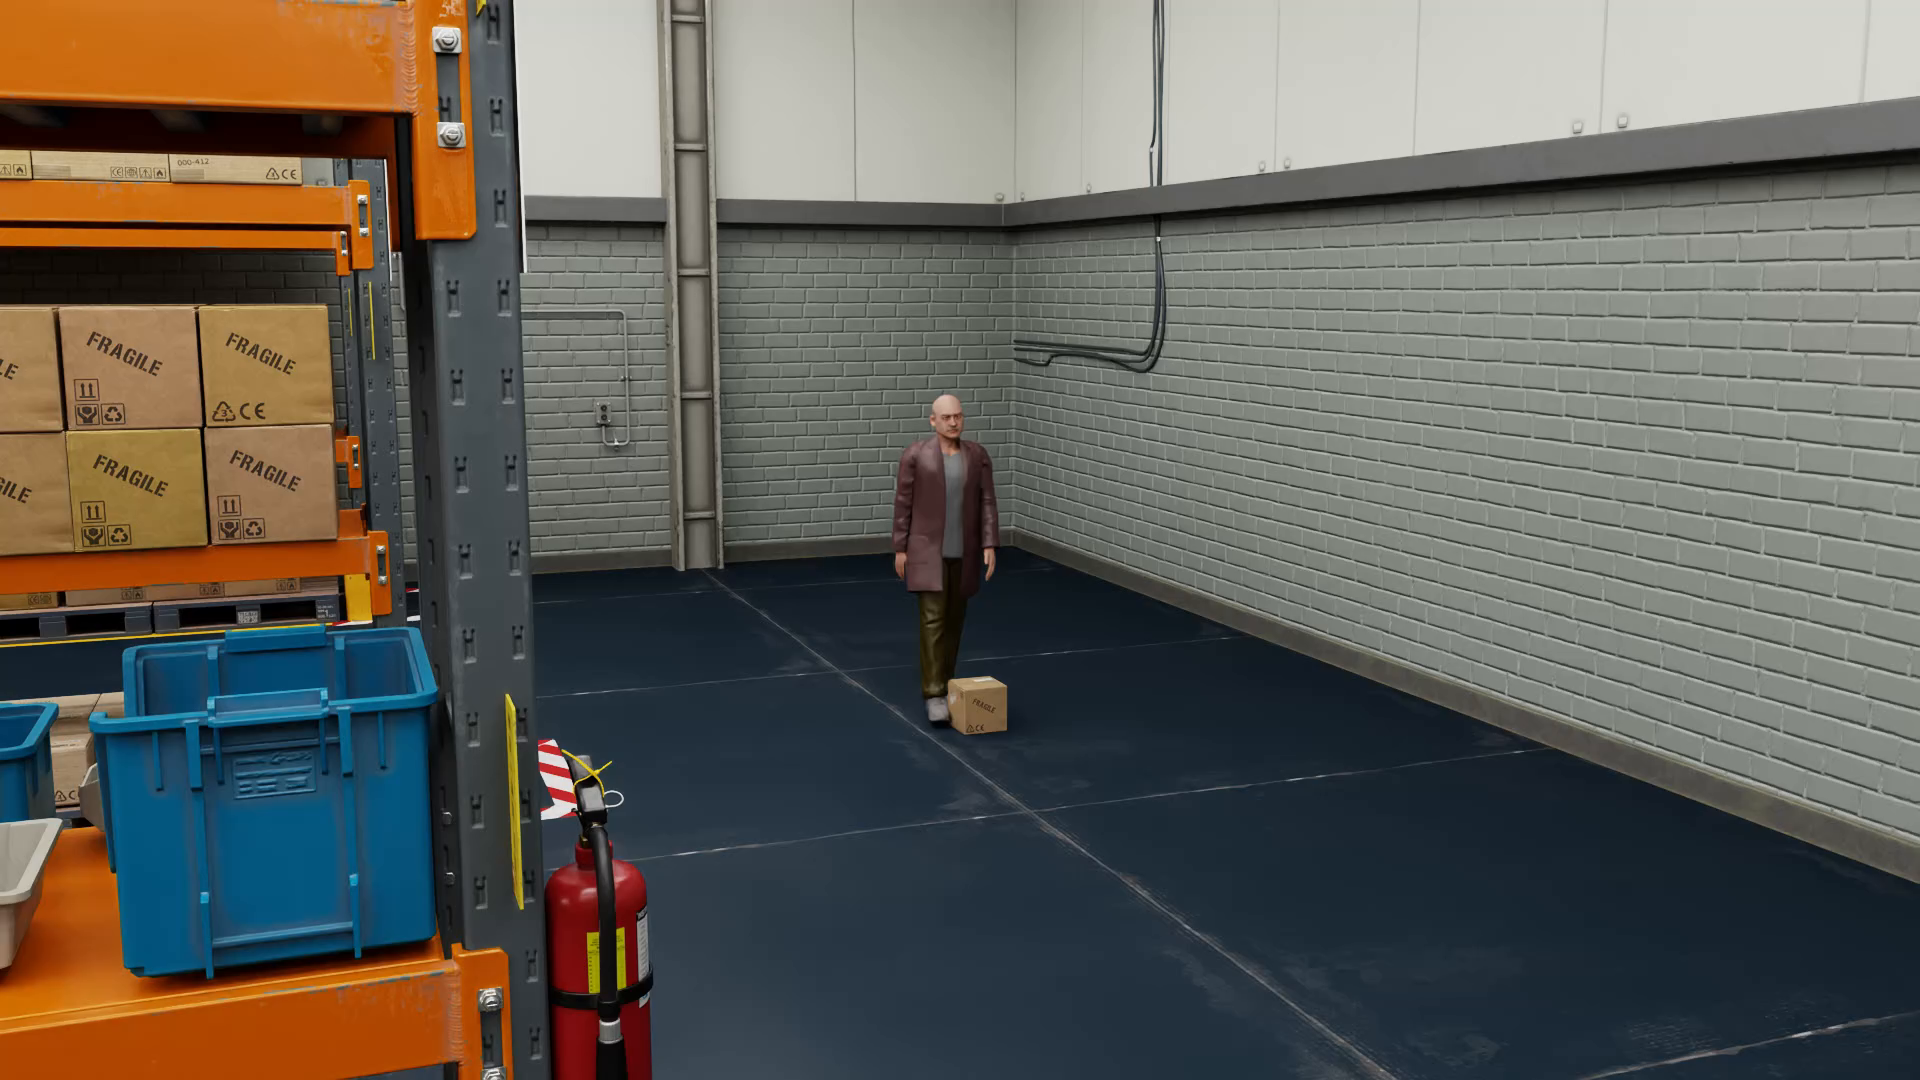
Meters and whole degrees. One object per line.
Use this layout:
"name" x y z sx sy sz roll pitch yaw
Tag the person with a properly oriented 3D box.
"person" -0.050 0.080 9.325 0.593 1.773 0.731 -3 9 -21
